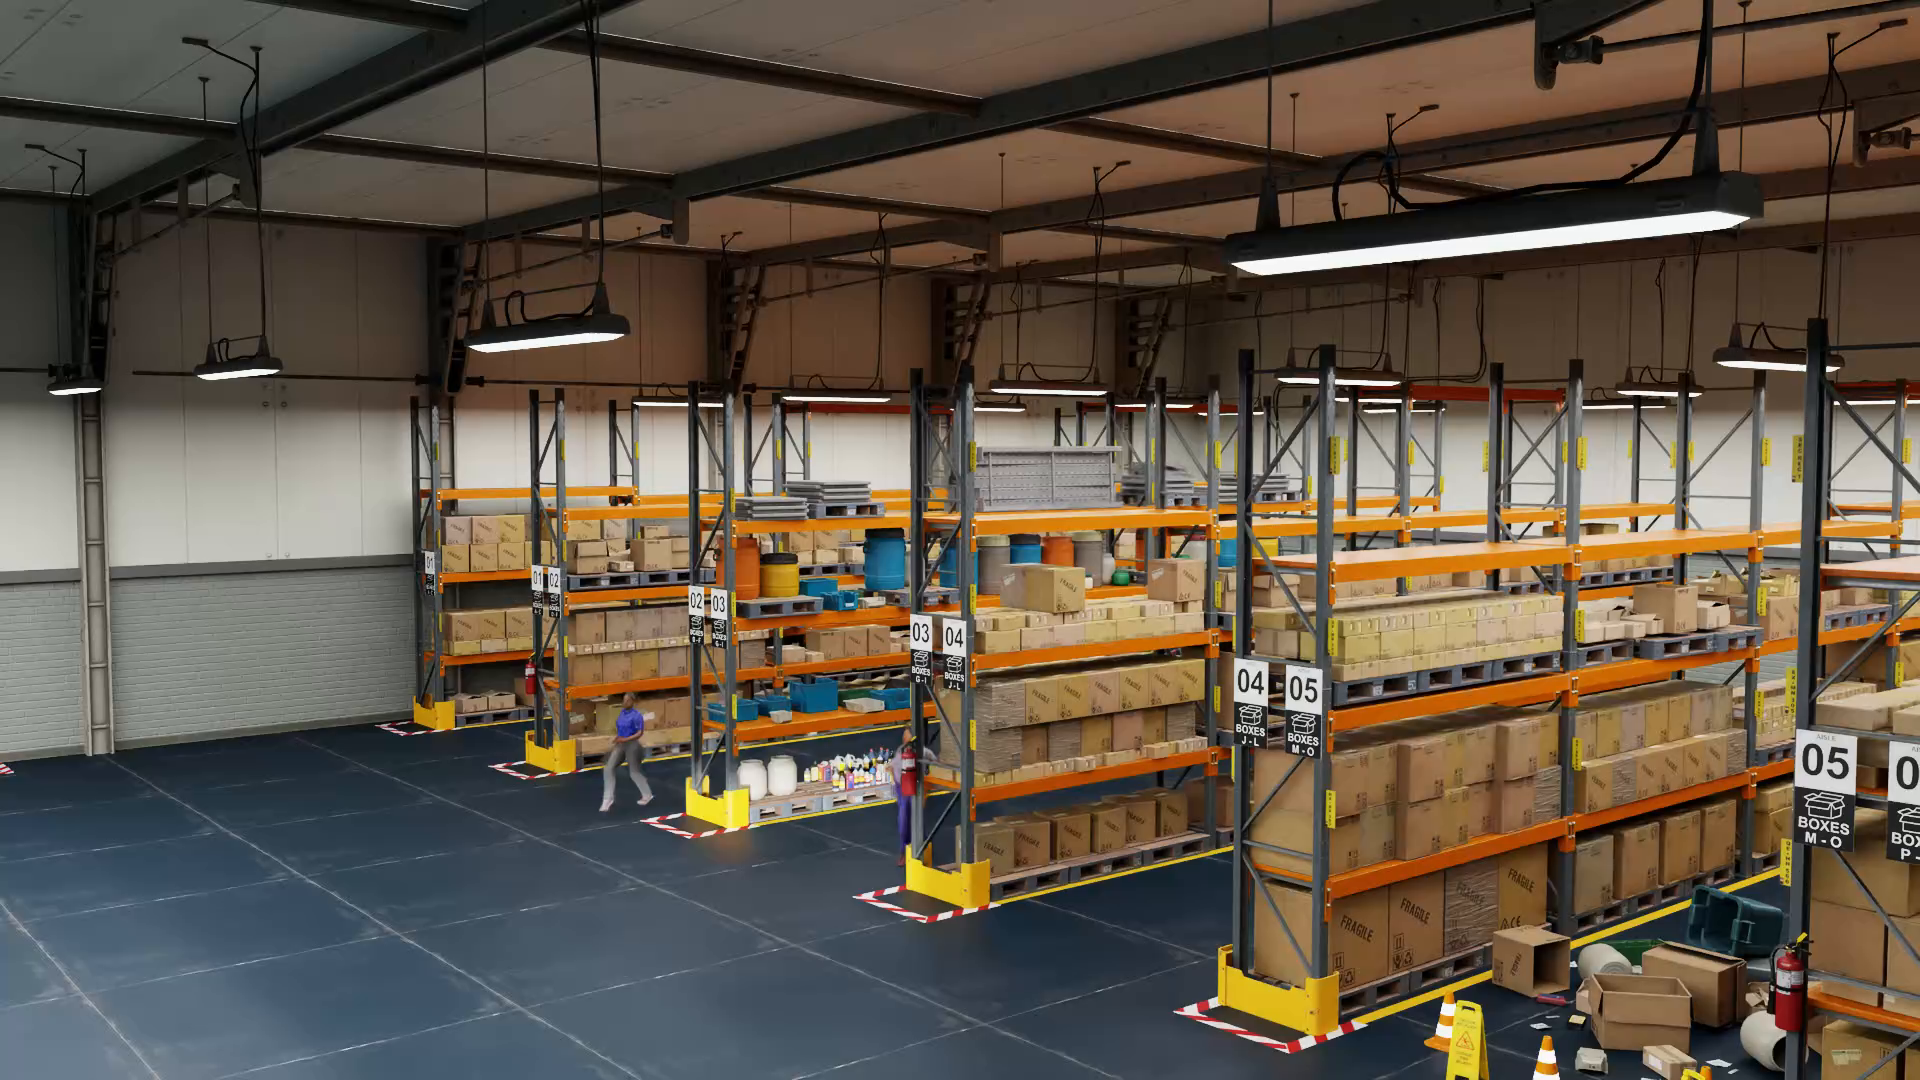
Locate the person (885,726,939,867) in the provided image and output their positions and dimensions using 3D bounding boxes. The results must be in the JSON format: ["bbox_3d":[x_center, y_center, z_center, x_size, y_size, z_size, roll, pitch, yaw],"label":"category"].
[{"bbox_3d":[-0.616,3.139,20.460,0.708,1.700,0.585,-3,5,-42],"label":"person"}]

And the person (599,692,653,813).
[{"bbox_3d":[-4.648,2.974,23.349,0.579,1.694,0.794,2,4,36],"label":"person"}]
